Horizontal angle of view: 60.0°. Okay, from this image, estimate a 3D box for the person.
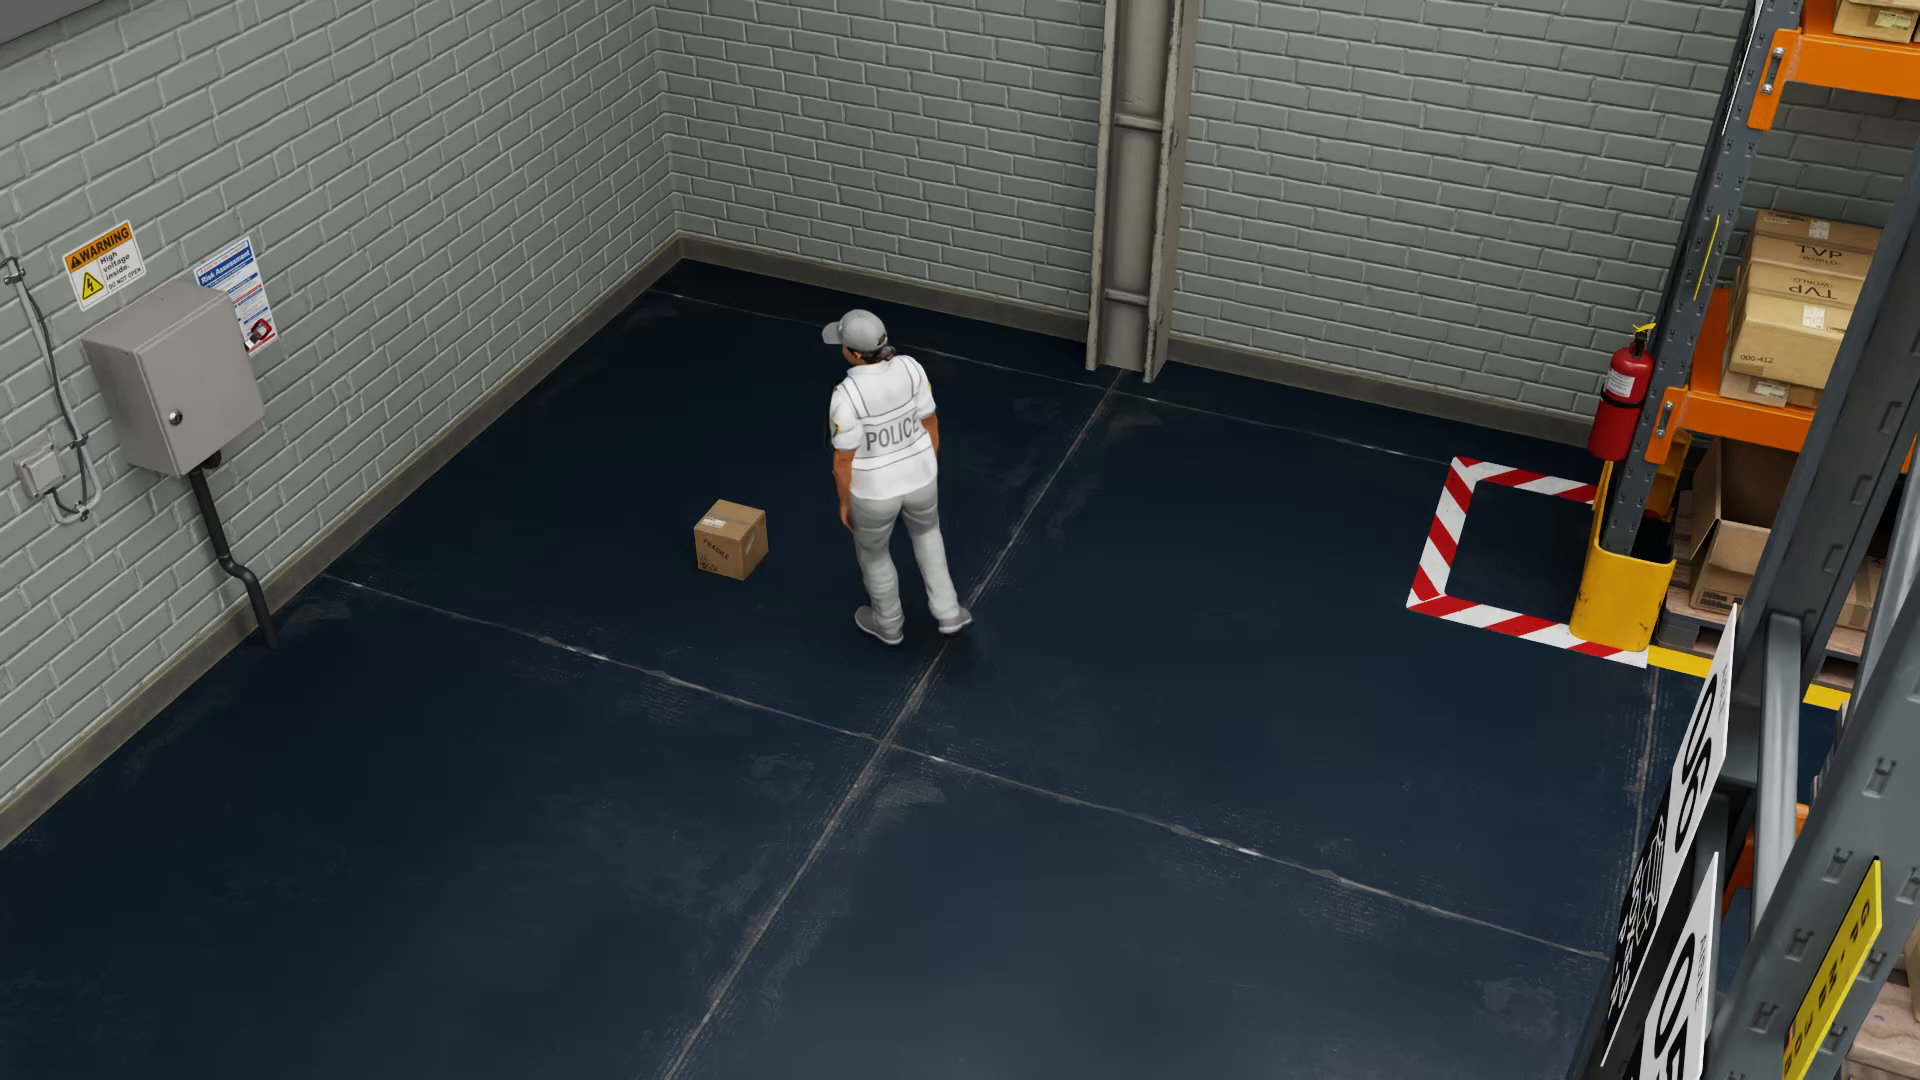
[{"bbox_3d":[-0.261,-0.213,7.088,0.553,1.661,0.594,-21,43,-25],"label":"person"}]
